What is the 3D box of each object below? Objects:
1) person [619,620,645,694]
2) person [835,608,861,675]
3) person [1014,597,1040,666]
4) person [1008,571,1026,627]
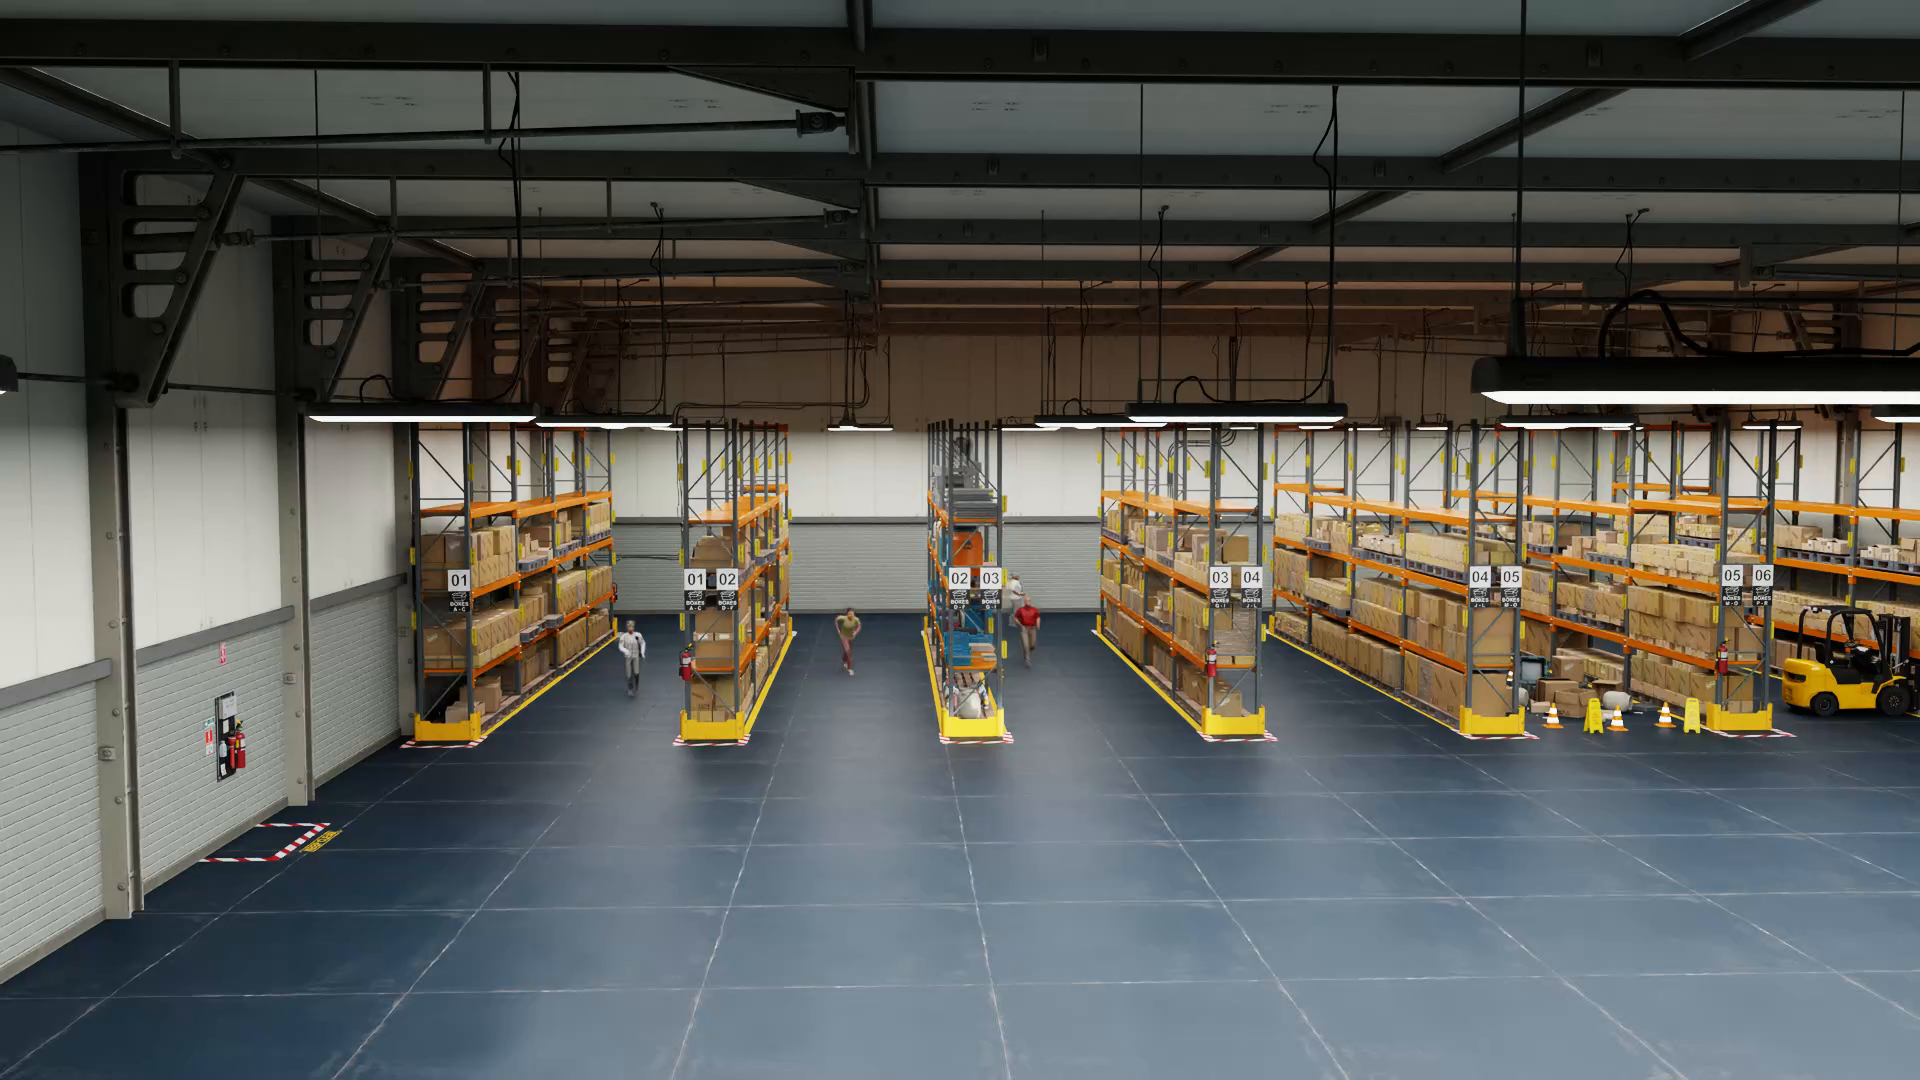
[{"bbox_3d":[-7.141,2.565,36.242,0.584,1.648,0.692,-1,4,-14],"label":"person"},{"bbox_3d":[-2.700,2.407,39.843,0.616,1.603,1.003,-1,4,-13],"label":"person"},{"bbox_3d":[1.674,2.255,41.213,0.665,1.688,0.603,-1,4,-9],"label":"person"},{"bbox_3d":[1.710,1.743,49.208,0.562,1.661,0.562,1,4,16],"label":"person"}]
